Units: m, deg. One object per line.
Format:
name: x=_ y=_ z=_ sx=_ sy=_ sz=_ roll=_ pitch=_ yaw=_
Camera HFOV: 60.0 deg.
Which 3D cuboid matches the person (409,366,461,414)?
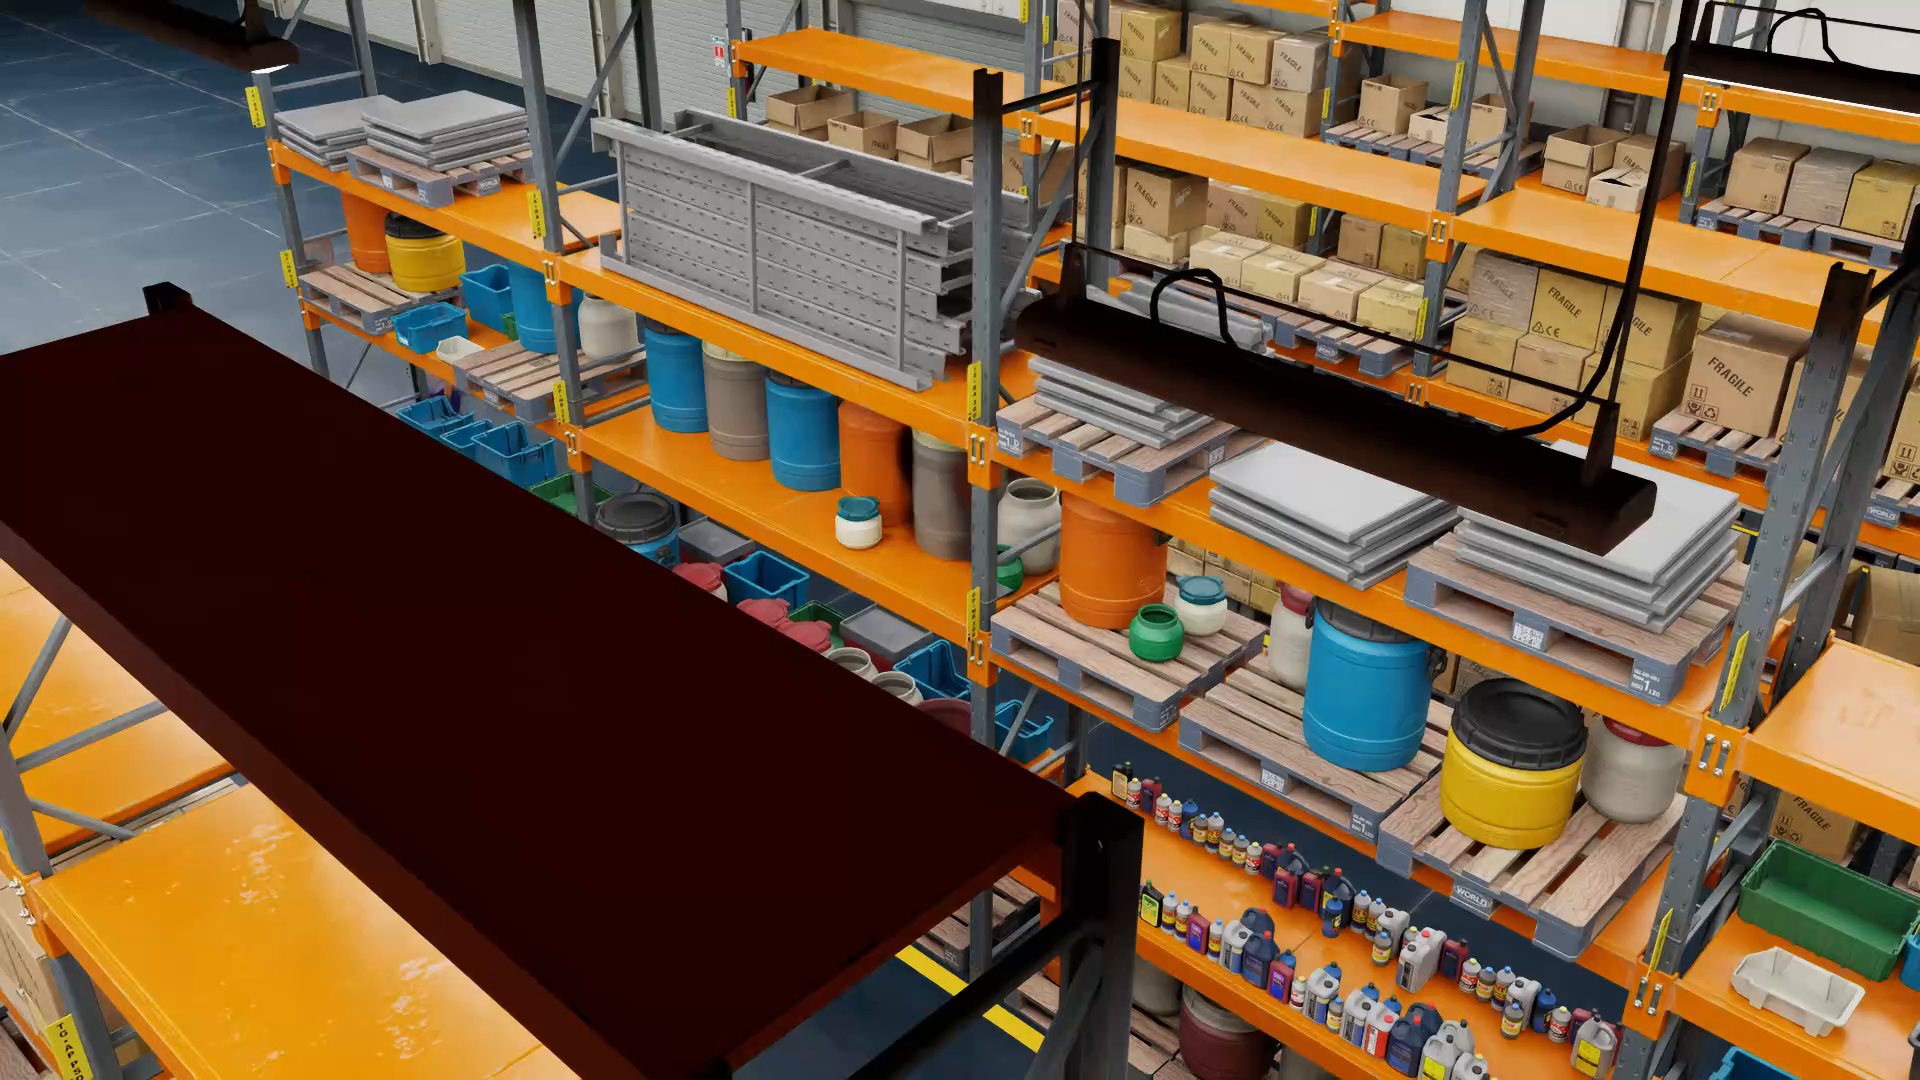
person: x=-5.393 y=-1.426 z=17.116 sx=0.506 sy=1.659 sz=0.402 roll=19 pitch=34 yaw=30
